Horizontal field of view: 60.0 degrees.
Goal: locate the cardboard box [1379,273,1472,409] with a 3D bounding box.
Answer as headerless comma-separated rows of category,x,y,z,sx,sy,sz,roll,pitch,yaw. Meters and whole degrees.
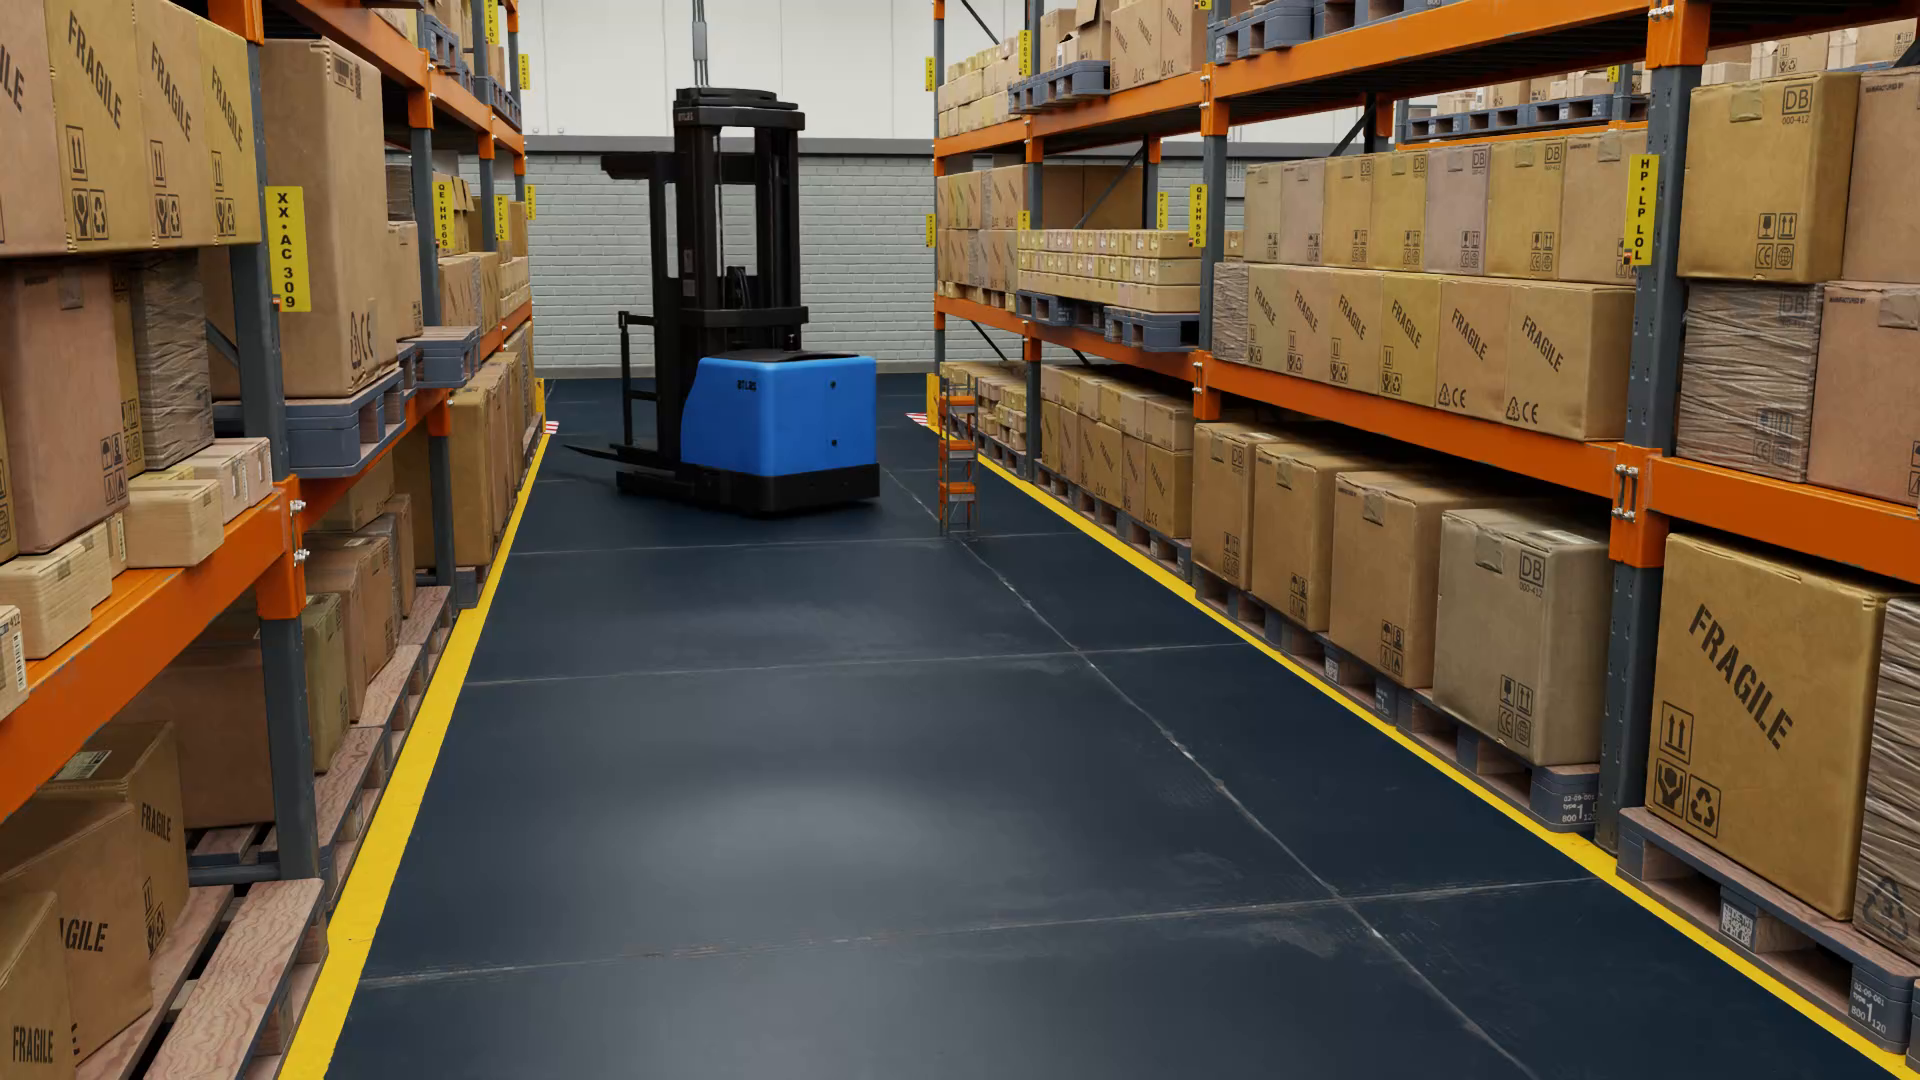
cardboard box,2.017,-0.803,6.623,0.500,0.500,0.500,-2,11,-10

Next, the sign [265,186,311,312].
sign,-1.777,-0.767,4.387,0.100,0.325,0.005,-2,11,-11

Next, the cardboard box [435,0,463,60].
cardboard box,-3.741,-3.410,11.180,0.700,0.500,0.500,-2,11,-10

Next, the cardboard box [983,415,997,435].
cardboard box,0.410,-1.005,14.453,0.380,0.149,0.250,-2,11,-11

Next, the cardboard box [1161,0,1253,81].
cardboard box,1.439,-2.834,9.274,0.500,0.500,0.500,-2,11,-11

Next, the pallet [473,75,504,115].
pallet,-4.012,-3.368,12.584,1.003,0.211,1.213,-2,11,-11

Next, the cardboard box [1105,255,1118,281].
cardboard box,1.101,-1.662,10.158,0.380,0.149,0.250,-2,11,-11

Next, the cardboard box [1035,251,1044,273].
cardboard box,0.750,-1.995,11.907,0.380,0.149,0.250,-2,11,-10

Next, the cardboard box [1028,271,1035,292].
cardboard box,0.707,-1.893,12.167,0.380,0.149,0.250,-2,11,-10

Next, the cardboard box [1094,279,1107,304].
cardboard box,1.057,-1.560,10.421,0.380,0.149,0.250,-3,11,-14

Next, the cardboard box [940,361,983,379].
cardboard box,0.012,-1.673,16.372,0.380,0.149,0.250,-3,11,-14

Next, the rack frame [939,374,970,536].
rack frame,-0.034,-0.548,10.767,0.200,1.050,0.008,-2,11,-11

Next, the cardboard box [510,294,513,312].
cardboard box,-3.750,-1.875,13.198,0.380,0.149,0.250,-2,11,-13

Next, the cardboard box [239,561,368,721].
cardboard box,-2.589,0.387,6.147,0.700,0.500,0.500,-3,11,-16

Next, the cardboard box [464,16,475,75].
cardboard box,-4.175,-3.806,12.989,0.700,0.500,0.500,-2,11,-8

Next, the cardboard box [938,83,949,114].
cardboard box,0.076,-4.237,15.975,0.500,0.250,0.500,-2,11,-10

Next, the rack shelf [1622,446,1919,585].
rack shelf,2.967,0.238,3.347,1.077,0.370,4.000,-2,11,-11

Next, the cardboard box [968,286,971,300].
cardboard box,0.289,-2.299,15.423,0.380,0.149,0.250,-2,11,-12

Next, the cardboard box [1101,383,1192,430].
cardboard box,1.217,-0.864,10.772,0.500,0.250,0.500,-2,11,-10

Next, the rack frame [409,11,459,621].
rack frame,-3.085,-1.054,8.211,1.000,3.000,0.127,-2,11,-11

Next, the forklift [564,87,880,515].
forklift,-1.954,-1.829,12.468,1.130,2.935,3.031,-10,15,-42

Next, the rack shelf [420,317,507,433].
rack shelf,-3.474,-1.067,10.206,1.077,0.370,4.000,-2,11,-11

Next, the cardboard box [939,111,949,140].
cardboard box,0.080,-3.991,16.023,0.500,0.250,0.500,-2,11,-9

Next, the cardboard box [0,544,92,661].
cardboard box,-1.700,0.108,2.781,0.380,0.149,0.250,-2,11,-11

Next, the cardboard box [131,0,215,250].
cardboard box,-1.851,-0.843,3.364,0.500,0.500,0.500,-2,11,-11

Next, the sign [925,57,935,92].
sign,-0.289,-4.566,16.304,0.100,0.325,0.005,-2,11,-11

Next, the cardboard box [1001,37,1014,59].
cardboard box,0.542,-3.930,13.295,0.380,0.149,0.250,-2,11,-11

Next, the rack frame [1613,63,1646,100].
rack frame,5.858,-5.095,13.398,1.000,3.000,0.127,-2,11,-11

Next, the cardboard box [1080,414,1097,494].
cardboard box,1.125,-0.590,11.336,0.500,0.500,0.500,-2,11,-10

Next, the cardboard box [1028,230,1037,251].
cardboard box,0.707,-2.185,12.110,0.380,0.149,0.250,-2,11,-9

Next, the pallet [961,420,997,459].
pallet,0.616,-0.926,14.995,1.003,0.211,1.213,-2,11,-11

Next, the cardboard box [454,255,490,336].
cardboard box,-3.306,-1.574,10.678,0.500,0.500,0.500,-2,11,-12

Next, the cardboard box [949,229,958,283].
cardboard box,0.189,-2.689,15.737,0.500,0.500,0.500,-2,11,-11

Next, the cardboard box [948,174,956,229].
cardboard box,0.175,-3.185,15.671,0.500,0.500,0.500,-2,11,-9

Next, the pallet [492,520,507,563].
pallet,-3.399,-0.055,10.419,1.003,0.211,1.213,-2,11,-11

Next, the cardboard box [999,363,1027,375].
cardboard box,0.588,-1.645,16.227,0.380,0.149,0.250,-2,11,-10

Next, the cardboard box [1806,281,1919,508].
cardboard box,2.790,-0.389,4.314,0.875,0.550,0.550,-2,11,-11

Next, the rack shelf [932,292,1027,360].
rack shelf,0.633,-1.963,14.911,1.077,0.370,4.000,-2,11,-11

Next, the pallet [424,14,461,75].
pallet,-3.263,-2.551,8.559,1.213,0.211,1.003,-2,11,-8

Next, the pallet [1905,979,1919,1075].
pallet,2.889,1.254,3.542,1.003,0.211,1.213,-2,11,-11

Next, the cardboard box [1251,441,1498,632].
cardboard box,2.003,-0.042,7.787,1.050,0.750,0.750,-2,11,-10

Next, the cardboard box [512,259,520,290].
cardboard box,-3.984,-2.233,14.010,0.500,0.250,0.500,-2,11,-11

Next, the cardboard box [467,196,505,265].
cardboard box,-3.706,-2.326,12.492,0.500,0.500,0.500,-2,11,-11

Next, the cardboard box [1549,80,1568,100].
cardboard box,5.368,-3.907,14.463,0.380,0.149,0.250,-2,11,-10

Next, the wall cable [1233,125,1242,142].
wall cable,3.697,-6.862,22.680,0.463,3.000,0.029,-2,11,-11

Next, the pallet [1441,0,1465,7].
pallet,2.351,-2.028,5.819,0.805,0.209,1.217,-3,11,-13

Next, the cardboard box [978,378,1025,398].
cardboard box,0.371,-1.340,14.624,0.380,0.149,0.250,-3,11,-13

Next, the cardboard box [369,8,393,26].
cardboard box,-2.548,-2.193,6.574,0.500,0.250,0.500,-2,11,-9

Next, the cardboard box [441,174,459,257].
cardboard box,-3.473,-1.973,10.089,0.797,0.503,0.637,-2,11,-9

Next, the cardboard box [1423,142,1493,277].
cardboard box,2.275,-1.300,6.564,0.700,0.500,0.500,-2,11,-11

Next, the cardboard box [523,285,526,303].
cardboard box,-4.101,-2.205,14.929,0.380,0.149,0.250,-2,11,-10

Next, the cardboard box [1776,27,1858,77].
cardboard box,6.008,-3.456,11.419,0.500,0.500,0.500,-2,11,-10

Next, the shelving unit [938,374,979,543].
shelving unit,-0.010,-0.526,10.650,0.215,1.050,0.252,-2,11,-11

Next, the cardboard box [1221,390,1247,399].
cardboard box,1.804,-0.791,10.385,0.500,0.250,0.500,-2,11,-12

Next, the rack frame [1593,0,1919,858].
rack frame,2.578,-0.482,5.207,1.000,3.000,0.127,-2,11,-11

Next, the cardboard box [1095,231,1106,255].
cardboard box,1.060,-1.852,10.360,0.380,0.149,0.250,-2,11,-11
